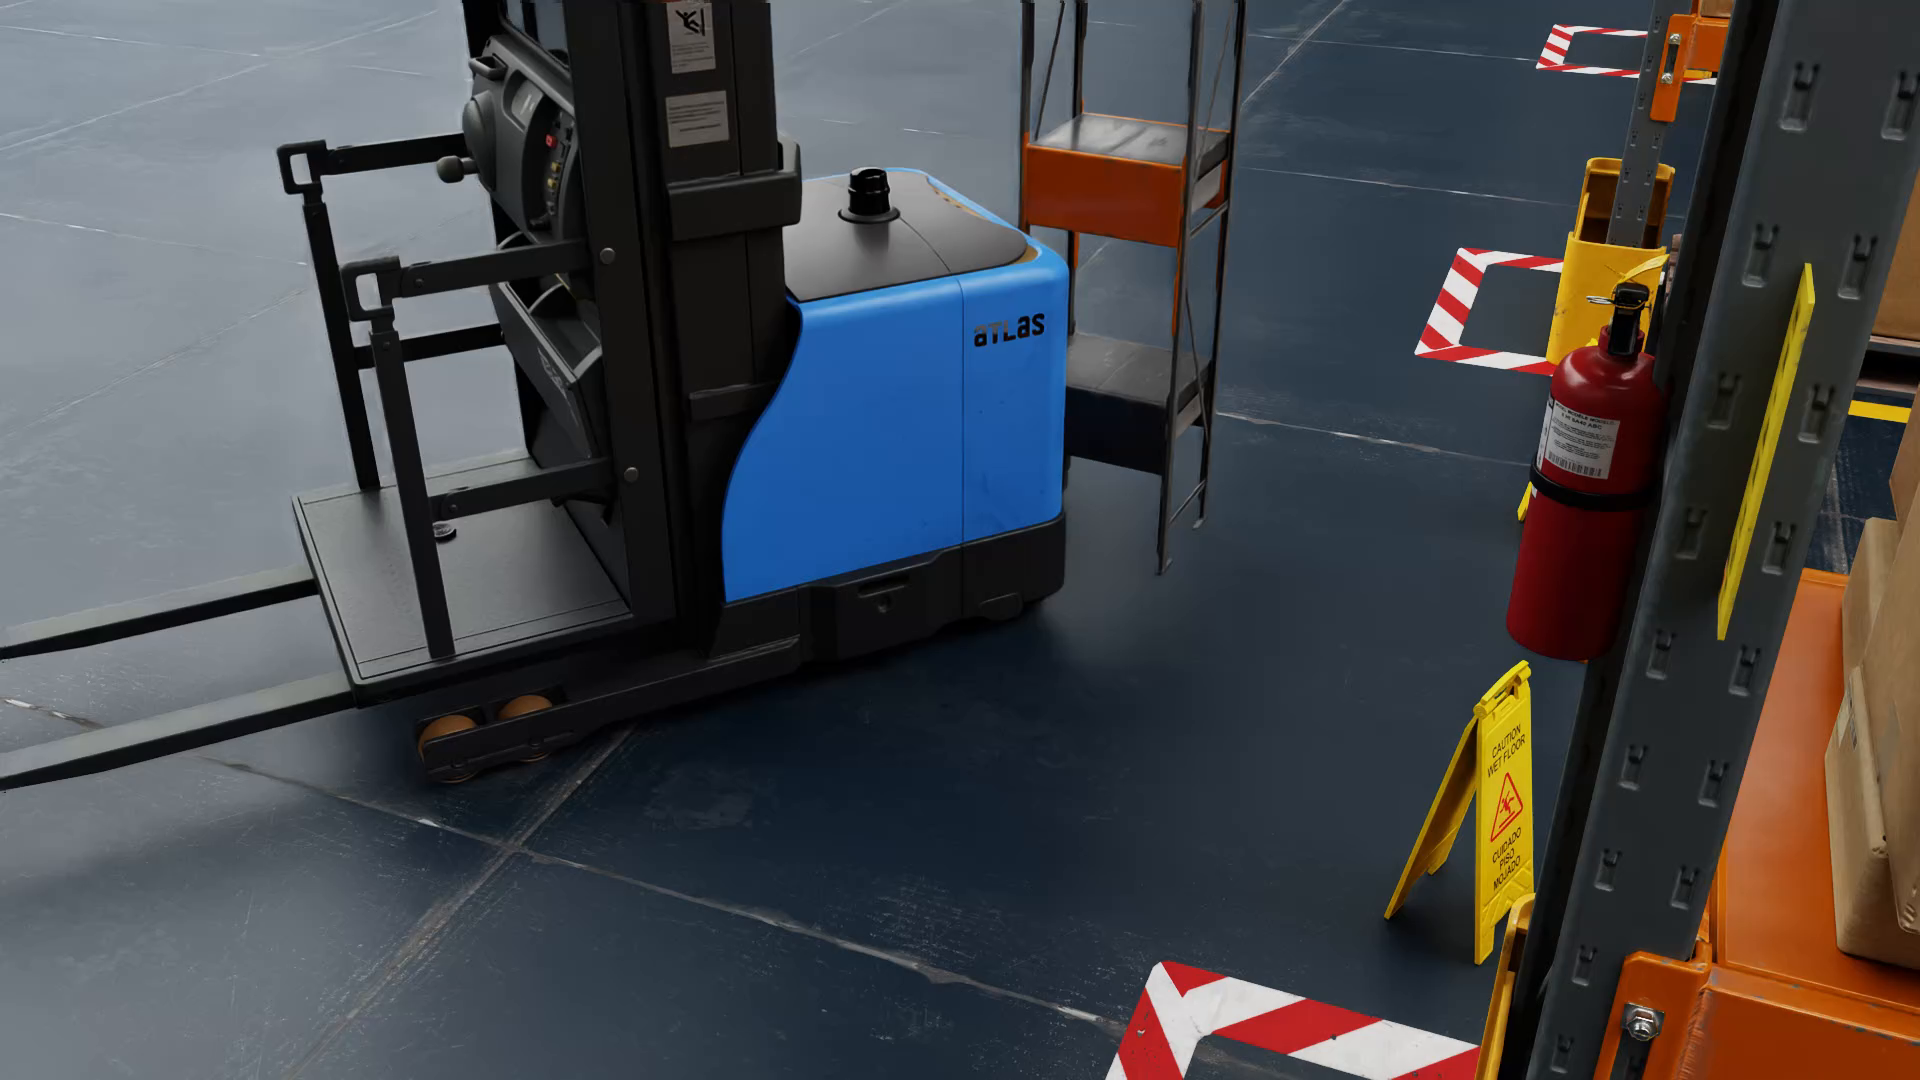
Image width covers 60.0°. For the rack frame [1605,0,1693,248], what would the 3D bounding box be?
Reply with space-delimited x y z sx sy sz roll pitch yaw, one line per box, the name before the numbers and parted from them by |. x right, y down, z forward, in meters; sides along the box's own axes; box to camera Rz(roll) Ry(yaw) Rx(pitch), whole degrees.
rack frame | 2.671 -2.219 6.127 0.127 3.000 1.000 11 31 19

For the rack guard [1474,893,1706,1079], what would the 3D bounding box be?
rack guard | 0.974 1.159 2.691 0.348 0.500 1.175 11 31 19

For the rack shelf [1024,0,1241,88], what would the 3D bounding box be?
rack shelf | 0.481 -1.548 4.460 0.480 0.518 0.431 14 32 23

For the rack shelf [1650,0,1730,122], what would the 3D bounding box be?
rack shelf | 4.525 -1.535 5.649 4.000 0.370 1.077 11 31 19

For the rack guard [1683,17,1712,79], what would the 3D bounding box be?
rack guard | 4.700 -3.359 10.685 0.348 0.500 1.175 11 31 19

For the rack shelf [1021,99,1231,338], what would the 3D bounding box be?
rack shelf | 0.481 -0.939 4.804 0.480 0.518 0.431 14 32 23

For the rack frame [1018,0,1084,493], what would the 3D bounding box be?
rack frame | 0.264 -1.005 4.894 0.015 2.100 0.400 14 32 23

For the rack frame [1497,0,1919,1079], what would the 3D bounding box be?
rack frame | 0.903 0.059 2.098 0.053 2.616 0.949 11 31 19

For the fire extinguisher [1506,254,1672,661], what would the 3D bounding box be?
fire extinguisher | 0.971 -0.141 2.529 0.183 0.674 0.296 11 31 19

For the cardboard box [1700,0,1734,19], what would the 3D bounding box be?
cardboard box | 3.032 -2.236 6.005 0.550 0.550 0.875 11 31 19

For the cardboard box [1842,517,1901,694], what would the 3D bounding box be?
cardboard box | 1.331 0.138 2.213 0.250 0.149 0.380 12 32 21

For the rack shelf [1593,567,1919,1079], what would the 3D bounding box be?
rack shelf | 2.757 0.740 1.623 4.000 0.370 1.077 11 31 19

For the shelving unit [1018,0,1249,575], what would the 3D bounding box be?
shelving unit | 0.481 -0.950 4.798 0.503 2.100 0.431 14 32 23

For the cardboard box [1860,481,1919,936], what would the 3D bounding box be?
cardboard box | 1.239 0.098 1.624 0.500 0.500 0.500 11 31 18

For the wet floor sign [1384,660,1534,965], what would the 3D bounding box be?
wet floor sign | 1.130 0.559 3.605 0.232 0.644 0.267 24 37 36

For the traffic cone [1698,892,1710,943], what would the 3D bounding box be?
traffic cone | 1.787 0.653 3.625 0.334 0.463 0.336 11 31 19

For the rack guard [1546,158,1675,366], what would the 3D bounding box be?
rack guard | 2.649 -1.135 6.750 0.348 0.500 1.175 11 31 19

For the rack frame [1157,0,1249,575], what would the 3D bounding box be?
rack frame | 0.699 -0.896 4.701 0.015 2.100 0.400 14 32 23

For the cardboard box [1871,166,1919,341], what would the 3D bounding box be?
cardboard box | 3.325 -1.381 6.378 0.875 0.875 0.875 11 31 19

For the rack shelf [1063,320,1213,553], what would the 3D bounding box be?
rack shelf | 0.481 -0.329 5.149 0.480 0.518 0.431 14 32 23

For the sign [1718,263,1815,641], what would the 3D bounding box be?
sign | 0.700 -0.072 1.450 0.005 0.325 0.100 11 31 19

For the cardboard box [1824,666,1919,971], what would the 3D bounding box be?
cardboard box | 1.141 0.324 1.884 0.250 0.149 0.380 11 31 19

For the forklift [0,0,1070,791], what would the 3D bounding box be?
forklift | -1.245 -0.964 3.976 3.031 2.935 1.130 -14 32 -23

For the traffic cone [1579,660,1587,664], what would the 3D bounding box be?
traffic cone | 1.890 0.084 4.631 0.334 0.463 0.336 11 31 19

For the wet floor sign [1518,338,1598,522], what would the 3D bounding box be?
wet floor sign | 1.900 -0.296 5.118 0.232 0.644 0.267 6 30 11

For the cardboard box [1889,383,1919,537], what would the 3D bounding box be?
cardboard box | 1.510 -0.141 2.047 0.500 0.500 0.500 11 31 18

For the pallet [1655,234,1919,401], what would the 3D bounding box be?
pallet | 3.442 -0.892 6.614 1.213 0.211 1.003 11 31 19
